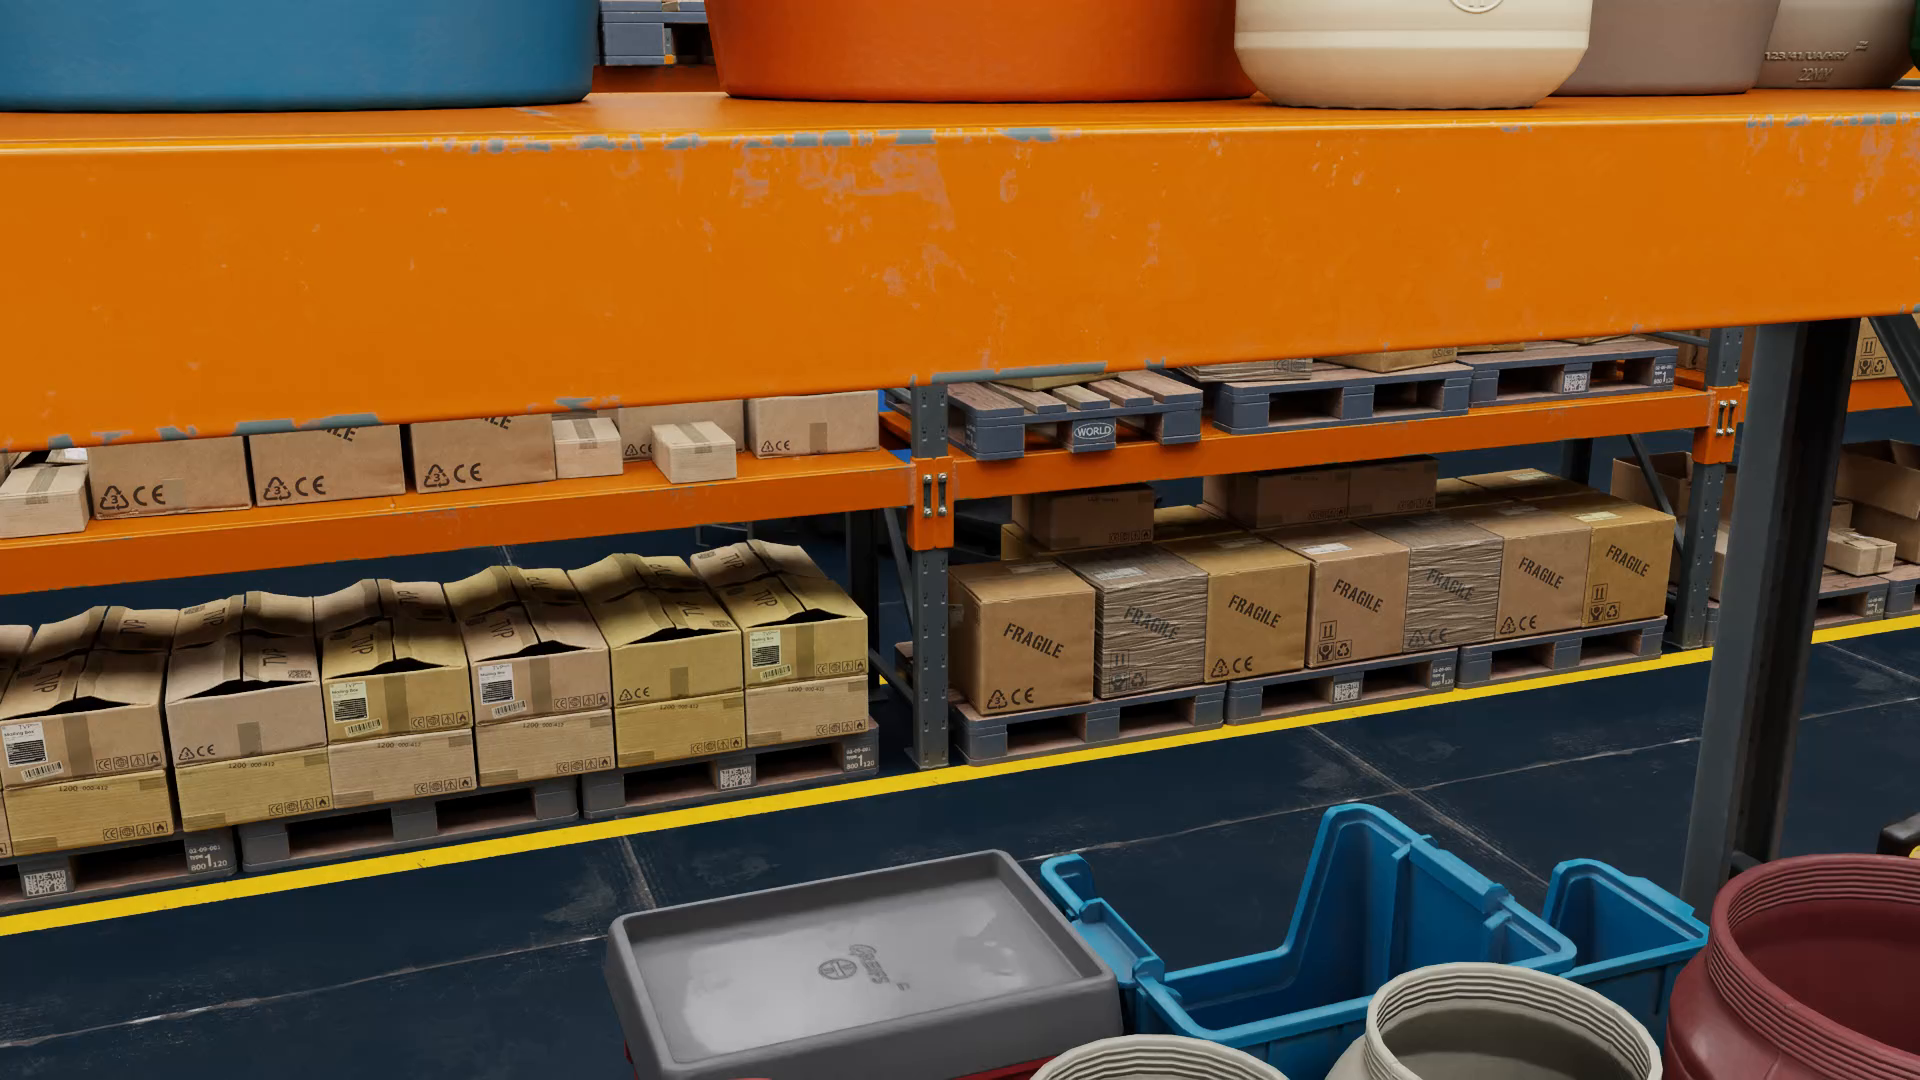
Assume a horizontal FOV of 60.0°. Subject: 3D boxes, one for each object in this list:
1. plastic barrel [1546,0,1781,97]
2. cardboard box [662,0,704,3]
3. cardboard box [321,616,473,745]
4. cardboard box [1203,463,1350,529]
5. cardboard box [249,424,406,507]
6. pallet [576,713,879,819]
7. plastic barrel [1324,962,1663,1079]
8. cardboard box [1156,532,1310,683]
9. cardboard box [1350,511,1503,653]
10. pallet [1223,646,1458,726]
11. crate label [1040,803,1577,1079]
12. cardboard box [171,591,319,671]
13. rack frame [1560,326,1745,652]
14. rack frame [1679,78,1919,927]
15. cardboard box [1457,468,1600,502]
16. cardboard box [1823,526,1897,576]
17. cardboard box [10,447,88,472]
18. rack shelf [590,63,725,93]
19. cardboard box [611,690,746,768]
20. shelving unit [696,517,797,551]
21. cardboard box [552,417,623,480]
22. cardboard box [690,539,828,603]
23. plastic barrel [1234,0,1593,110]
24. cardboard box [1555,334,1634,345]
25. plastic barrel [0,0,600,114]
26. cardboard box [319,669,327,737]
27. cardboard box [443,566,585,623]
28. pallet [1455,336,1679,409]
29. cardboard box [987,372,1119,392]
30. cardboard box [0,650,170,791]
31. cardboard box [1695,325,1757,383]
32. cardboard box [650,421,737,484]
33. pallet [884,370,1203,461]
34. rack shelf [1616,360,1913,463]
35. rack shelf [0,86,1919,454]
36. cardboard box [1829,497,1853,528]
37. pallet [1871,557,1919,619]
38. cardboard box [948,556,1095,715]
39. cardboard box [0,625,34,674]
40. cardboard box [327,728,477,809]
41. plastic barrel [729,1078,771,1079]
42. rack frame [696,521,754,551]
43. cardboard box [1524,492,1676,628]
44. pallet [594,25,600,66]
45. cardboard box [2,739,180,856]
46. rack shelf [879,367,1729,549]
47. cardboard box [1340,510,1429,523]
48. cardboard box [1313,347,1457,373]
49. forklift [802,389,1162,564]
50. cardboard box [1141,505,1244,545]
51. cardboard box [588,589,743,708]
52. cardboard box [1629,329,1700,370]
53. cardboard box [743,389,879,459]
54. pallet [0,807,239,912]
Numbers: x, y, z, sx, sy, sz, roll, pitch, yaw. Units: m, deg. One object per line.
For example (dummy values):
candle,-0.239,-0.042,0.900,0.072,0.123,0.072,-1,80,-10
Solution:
plastic barrel,0.642,-0.972,1.872,0.600,0.901,0.600,0,16,0
cardboard box,-1.168,-2.072,6.029,0.500,0.250,0.500,-6,17,-19
cardboard box,-2.107,0.499,6.215,0.500,0.311,0.500,-6,17,-19
cardboard box,1.512,-0.260,7.986,0.500,0.250,0.500,-7,18,-21
cardboard box,-2.335,-0.443,6.106,0.500,0.500,0.500,-6,17,-20
pallet,-1.065,0.789,7.037,1.213,0.211,1.003,-6,17,-20
plastic barrel,0.603,0.788,1.892,0.421,0.512,0.421,0,16,0
cardboard box,1.202,0.292,7.435,0.500,0.500,0.500,-6,18,-21
cardboard box,2.162,0.186,7.795,0.500,0.500,0.500,-6,17,-19
pallet,1.566,0.529,7.922,1.213,0.211,1.003,-6,17,-20
crate label,0.462,0.694,2.349,0.616,0.435,0.502,-6,17,-20
cardboard box,-2.791,0.410,6.517,0.500,0.311,0.500,-6,17,-20
rack frame,3.453,-1.025,8.265,0.127,3.000,1.000,-6,17,-20
rack frame,1.488,0.683,2.450,0.053,2.616,0.949,-6,17,-20
cardboard box,2.914,-0.052,8.608,0.500,0.500,0.500,-7,18,-23
cardboard box,4.727,0.048,8.859,0.250,0.166,0.380,-6,17,-20
cardboard box,-3.262,-0.291,6.004,0.258,0.266,0.396,-7,18,-21
rack shelf,-2.150,-1.514,5.884,4.000,0.370,1.077,-6,17,-20
cardboard box,-1.166,0.666,6.641,0.500,0.250,0.500,-6,18,-21
shelving unit,-1.295,-1.012,9.817,0.431,2.100,0.503,7,18,24
cardboard box,-1.453,-0.358,6.439,0.250,0.149,0.380,-5,17,-16
cardboard box,-0.876,0.203,7.224,0.500,0.311,0.500,-6,17,-18
plastic barrel,0.383,-0.501,1.404,0.301,0.262,0.301,0,16,0
cardboard box,2.931,-1.286,8.230,0.500,0.500,0.700,-14,21,-39
plastic barrel,-0.629,-0.835,1.404,0.708,0.901,0.600,-6,17,-20
cardboard box,-2.783,0.679,6.597,0.500,0.250,0.500,-6,17,-19
cardboard box,-1.841,0.309,6.863,0.500,0.311,0.500,-7,18,-22
pallet,2.668,-0.881,8.116,1.213,0.211,1.003,-6,17,-20
cardboard box,0.266,-0.964,7.136,0.500,0.500,0.700,-13,21,-38
cardboard box,-3.073,0.605,5.854,0.500,0.311,0.500,-6,18,-21
cardboard box,4.027,-1.053,8.182,0.500,0.500,0.500,-6,17,-19
cardboard box,-1.023,-0.338,6.371,0.250,0.149,0.380,-6,17,-20
pallet,0.326,-0.616,7.214,1.003,0.211,1.213,-6,17,-20
rack shelf,5.321,-0.881,9.053,4.000,0.370,1.077,-6,17,-20
rack shelf,-0.381,-0.211,1.445,4.000,0.370,1.077,-6,17,-20
cardboard box,4.584,-0.154,9.289,0.500,0.311,0.500,-6,17,-20
pallet,5.236,0.120,9.315,1.213,0.211,1.003,-6,17,-20
cardboard box,0.245,0.396,7.082,0.500,0.500,0.500,-5,17,-18
cardboard box,-3.742,0.514,6.164,0.500,0.311,0.500,-6,17,-20
cardboard box,-2.116,0.769,6.292,0.500,0.250,0.500,-6,17,-19
plastic barrel,-0.187,0.864,1.592,0.433,0.535,0.433,0,16,0
rack frame,-1.399,-0.950,9.606,0.400,2.100,0.015,7,18,24
cardboard box,3.095,0.088,8.129,0.500,0.500,0.500,-6,17,-20
pallet,-1.927,-1.765,5.796,1.213,0.211,1.003,-5,17,-18
cardboard box,-3.074,0.873,5.937,0.500,0.250,0.500,-6,17,-19
rack shelf,1.586,-0.478,7.680,4.000,0.370,1.077,-6,17,-20
cardboard box,1.951,0.053,8.250,0.500,0.500,0.500,-6,17,-19
cardboard box,1.826,-1.080,7.530,0.500,0.500,0.700,-11,20,-34
forklift,0.476,-1.293,9.299,3.031,2.935,1.130,13,21,38
cardboard box,0.991,0.158,7.891,0.500,0.500,0.500,-7,18,-22
cardboard box,-1.166,0.399,6.556,0.500,0.311,0.500,-6,18,-21
cardboard box,3.828,-1.191,8.652,0.500,0.500,0.500,-6,17,-19
cardboard box,-0.637,-0.554,6.819,0.500,0.311,0.500,-5,17,-17
pallet,-3.343,1.035,6.199,1.213,0.211,1.003,-6,17,-20
